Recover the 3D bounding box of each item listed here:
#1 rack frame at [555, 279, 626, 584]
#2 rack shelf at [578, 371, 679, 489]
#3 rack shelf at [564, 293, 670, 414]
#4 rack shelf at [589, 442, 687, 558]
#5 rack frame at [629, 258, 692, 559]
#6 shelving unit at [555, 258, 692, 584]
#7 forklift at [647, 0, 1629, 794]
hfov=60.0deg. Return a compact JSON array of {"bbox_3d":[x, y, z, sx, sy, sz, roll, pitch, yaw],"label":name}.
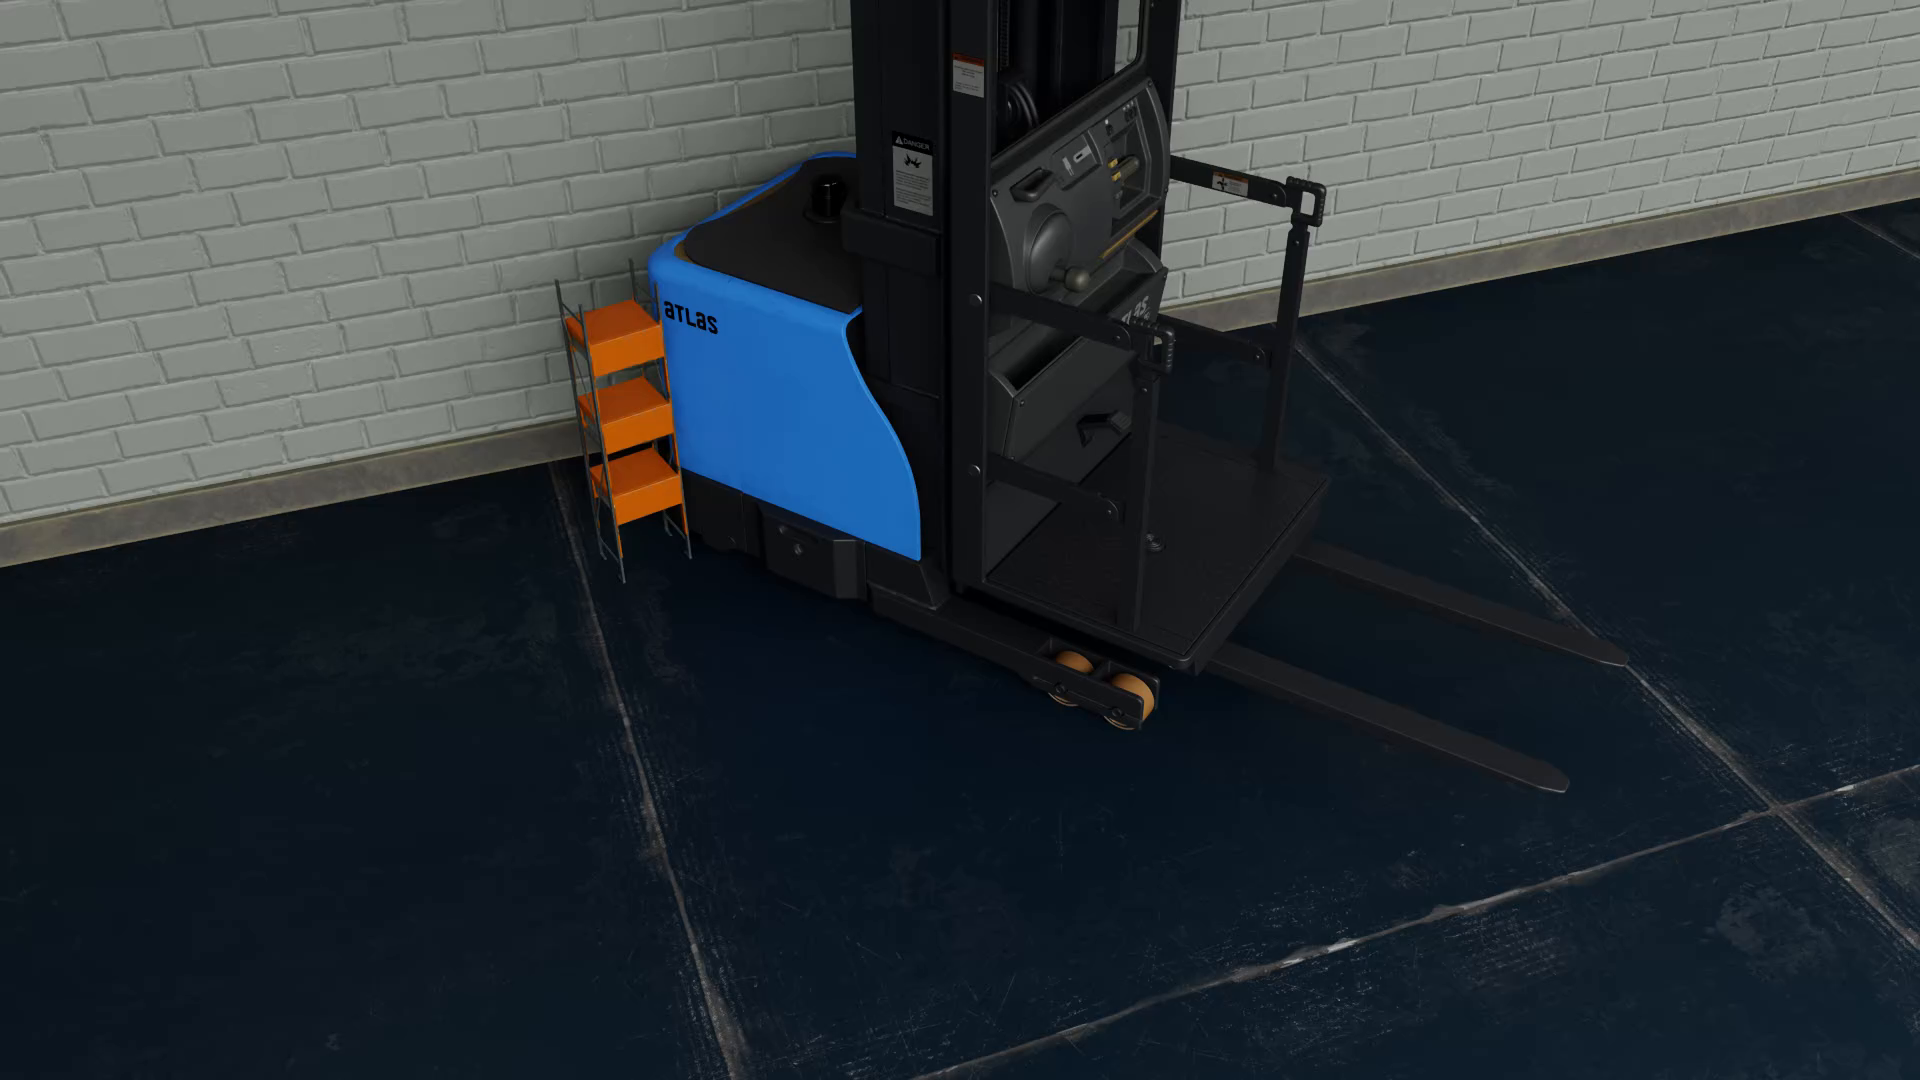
[{"bbox_3d":[-1.176,-0.325,5.309,0.008,1.050,0.200,-22,42,-26],"label":"rack frame"},{"bbox_3d":[-1.074,-0.357,5.369,0.240,0.259,0.215,-22,42,-26],"label":"rack shelf"},{"bbox_3d":[-1.074,-0.583,5.198,0.240,0.259,0.215,-22,42,-26],"label":"rack shelf"},{"bbox_3d":[-1.074,-0.135,5.536,0.240,0.259,0.215,-22,42,-26],"label":"rack shelf"},{"bbox_3d":[-0.972,-0.406,5.416,0.008,1.050,0.200,-22,42,-26],"label":"rack frame"},{"bbox_3d":[-1.074,-0.365,5.362,0.252,1.050,0.215,-22,42,-26],"label":"shelving unit"},{"bbox_3d":[0.527,-0.969,4.601,3.031,2.935,1.130,21,42,25],"label":"forklift"}]
